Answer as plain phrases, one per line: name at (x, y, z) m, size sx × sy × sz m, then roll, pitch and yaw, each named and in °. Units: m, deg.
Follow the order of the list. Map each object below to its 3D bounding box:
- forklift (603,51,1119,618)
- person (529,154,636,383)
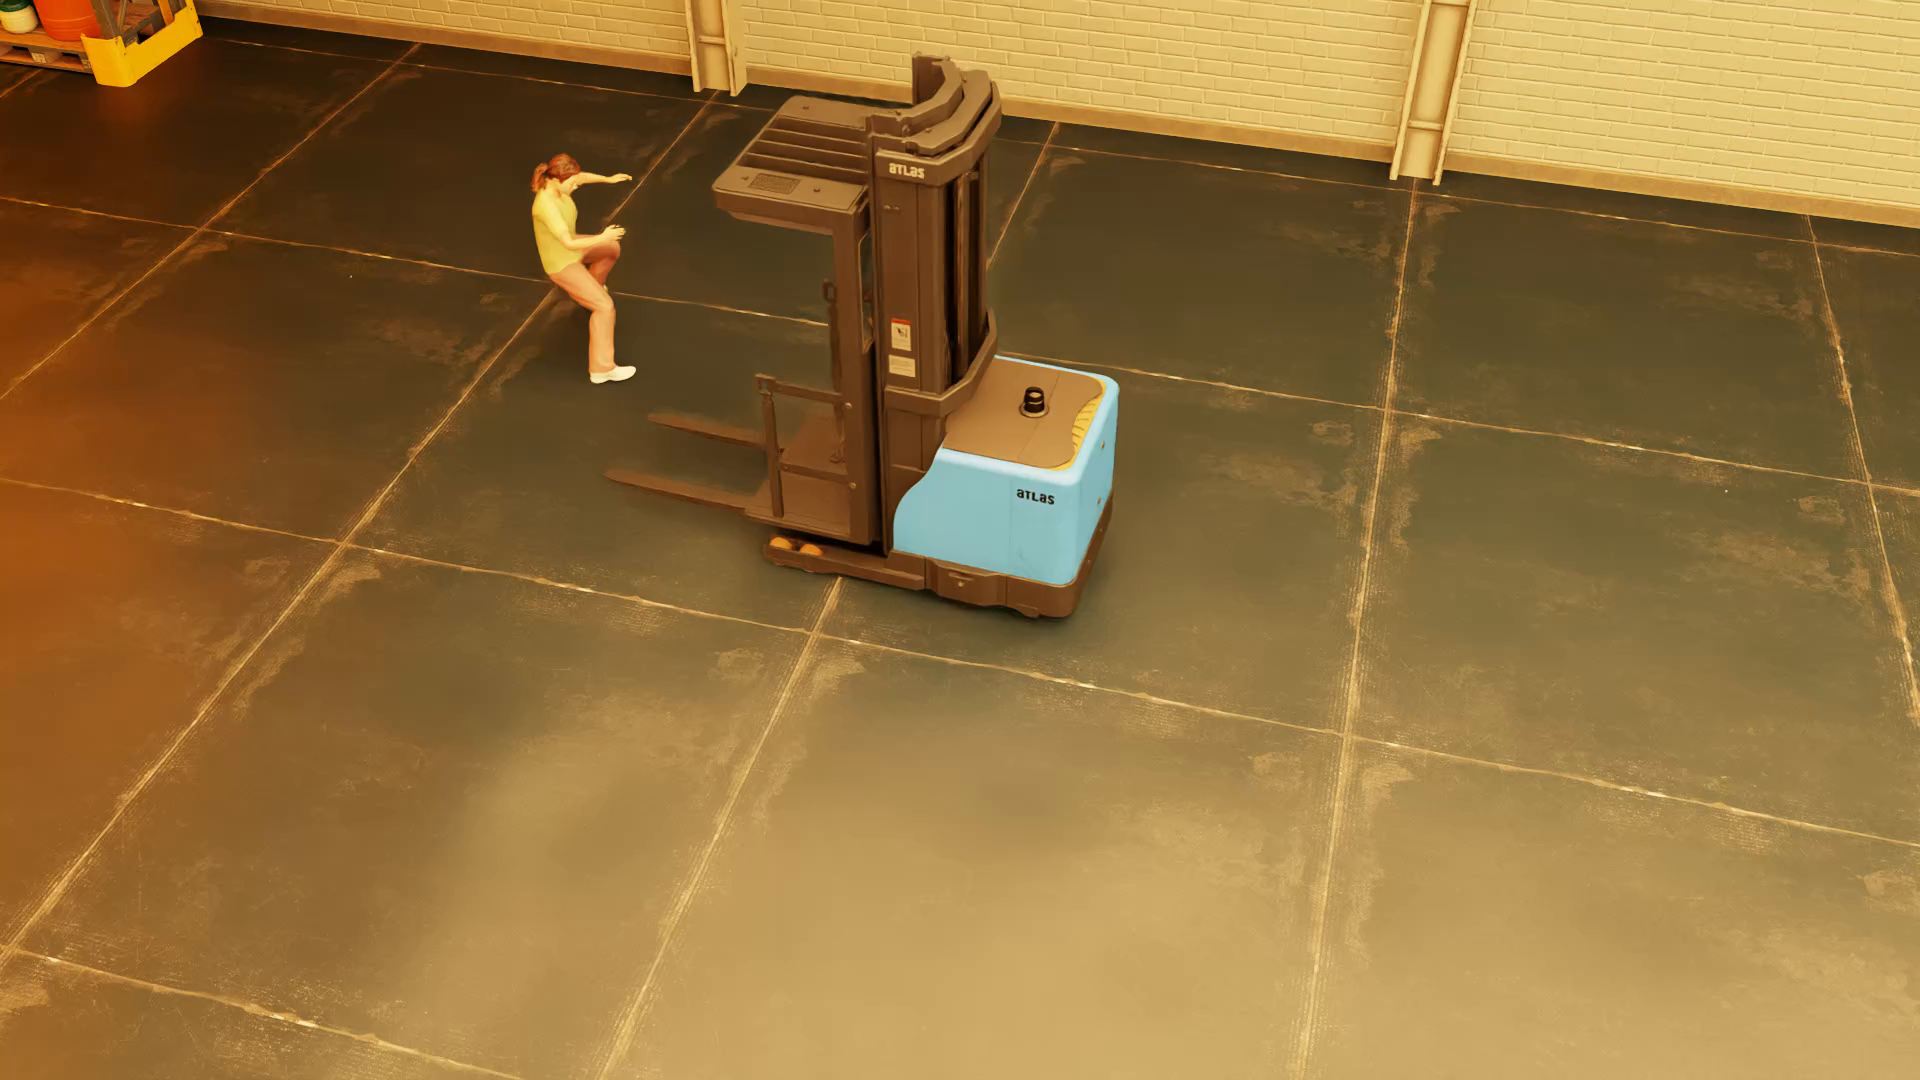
forklift at (-0.652, -1.227, 9.262) m, size 3.031 × 2.935 × 1.130 m, roll 12°, pitch 43°, yaw 14°
person at (-2.515, -1.971, 11.233) m, size 0.613 × 1.448 × 1.122 m, roll 0°, pitch 41°, yaw 0°
